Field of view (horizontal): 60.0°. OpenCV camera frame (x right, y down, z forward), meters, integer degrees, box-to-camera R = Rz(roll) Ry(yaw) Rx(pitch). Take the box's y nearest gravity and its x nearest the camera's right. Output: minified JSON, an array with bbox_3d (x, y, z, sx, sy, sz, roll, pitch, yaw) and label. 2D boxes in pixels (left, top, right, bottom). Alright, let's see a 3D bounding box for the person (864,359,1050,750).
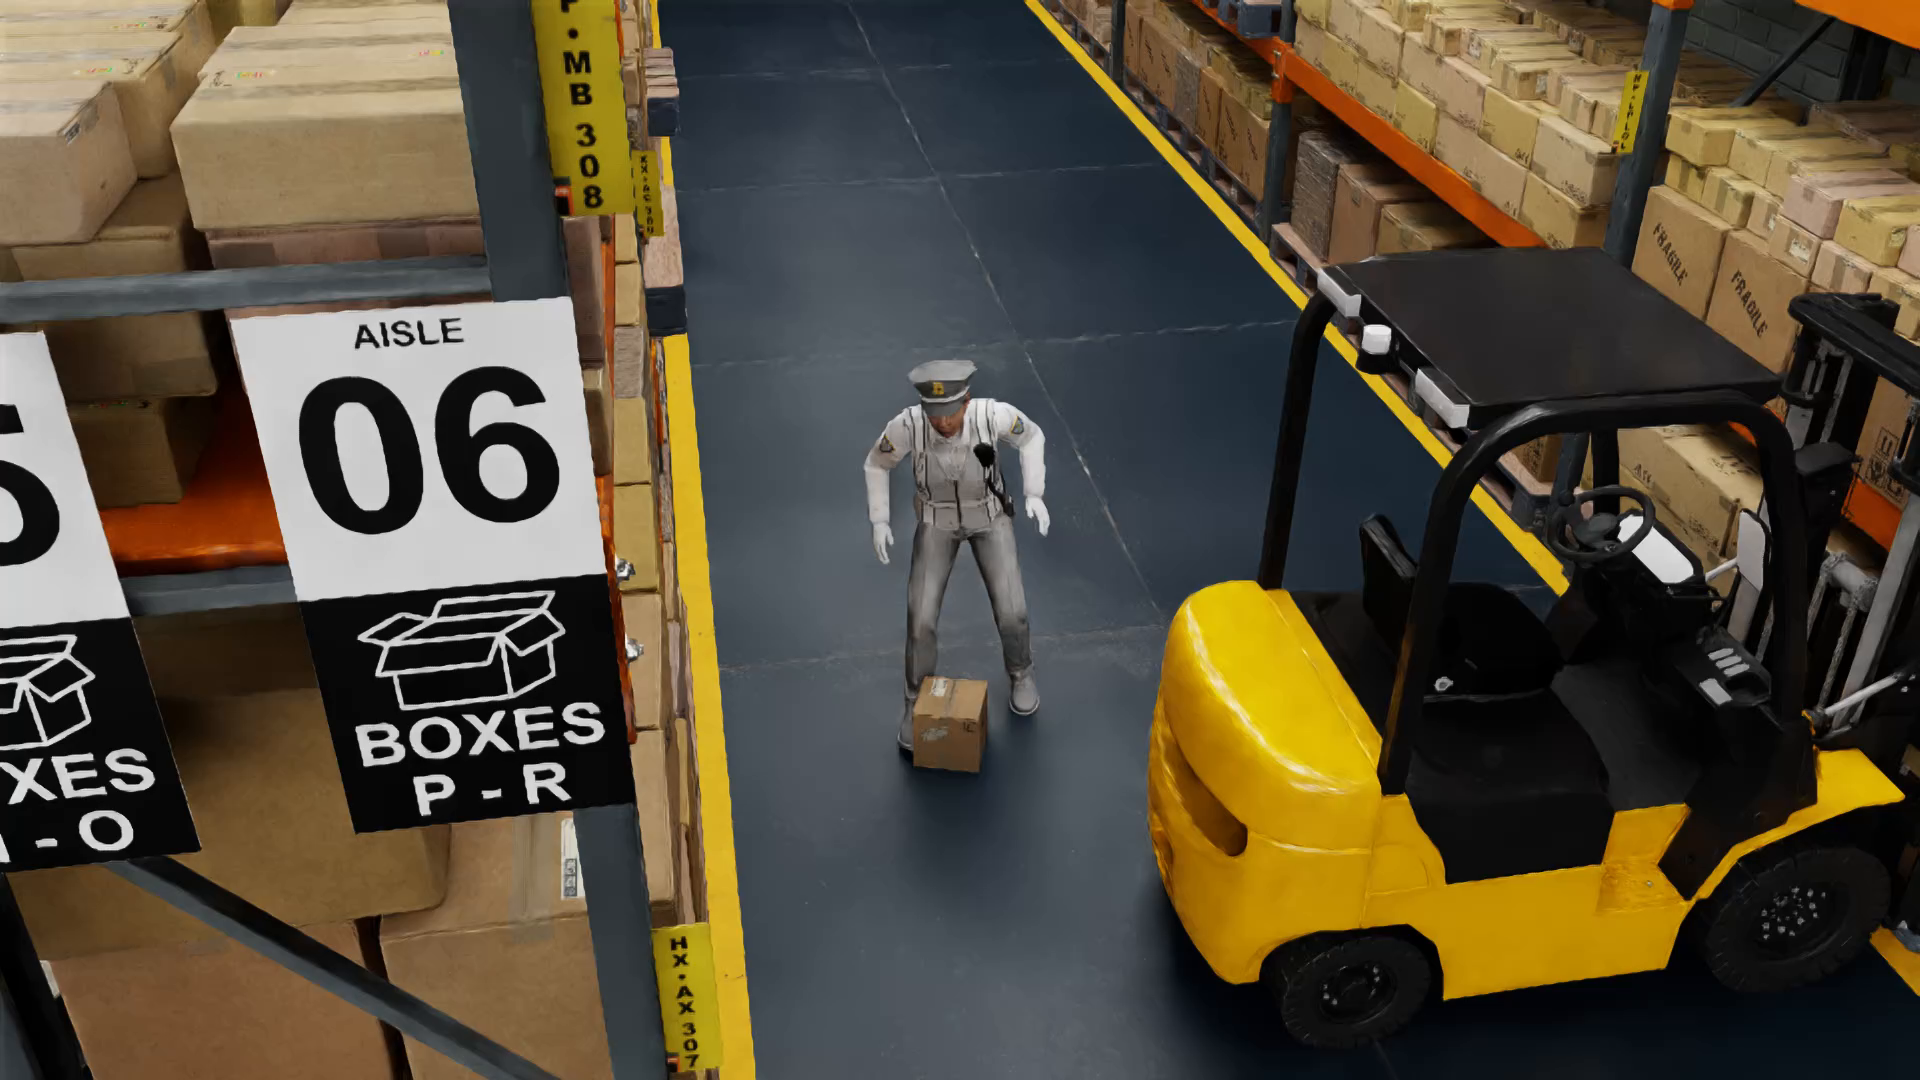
[{"bbox_3d":[-0.017,0.012,6.286,0.711,1.486,0.746,1,31,2],"label":"person"}]
